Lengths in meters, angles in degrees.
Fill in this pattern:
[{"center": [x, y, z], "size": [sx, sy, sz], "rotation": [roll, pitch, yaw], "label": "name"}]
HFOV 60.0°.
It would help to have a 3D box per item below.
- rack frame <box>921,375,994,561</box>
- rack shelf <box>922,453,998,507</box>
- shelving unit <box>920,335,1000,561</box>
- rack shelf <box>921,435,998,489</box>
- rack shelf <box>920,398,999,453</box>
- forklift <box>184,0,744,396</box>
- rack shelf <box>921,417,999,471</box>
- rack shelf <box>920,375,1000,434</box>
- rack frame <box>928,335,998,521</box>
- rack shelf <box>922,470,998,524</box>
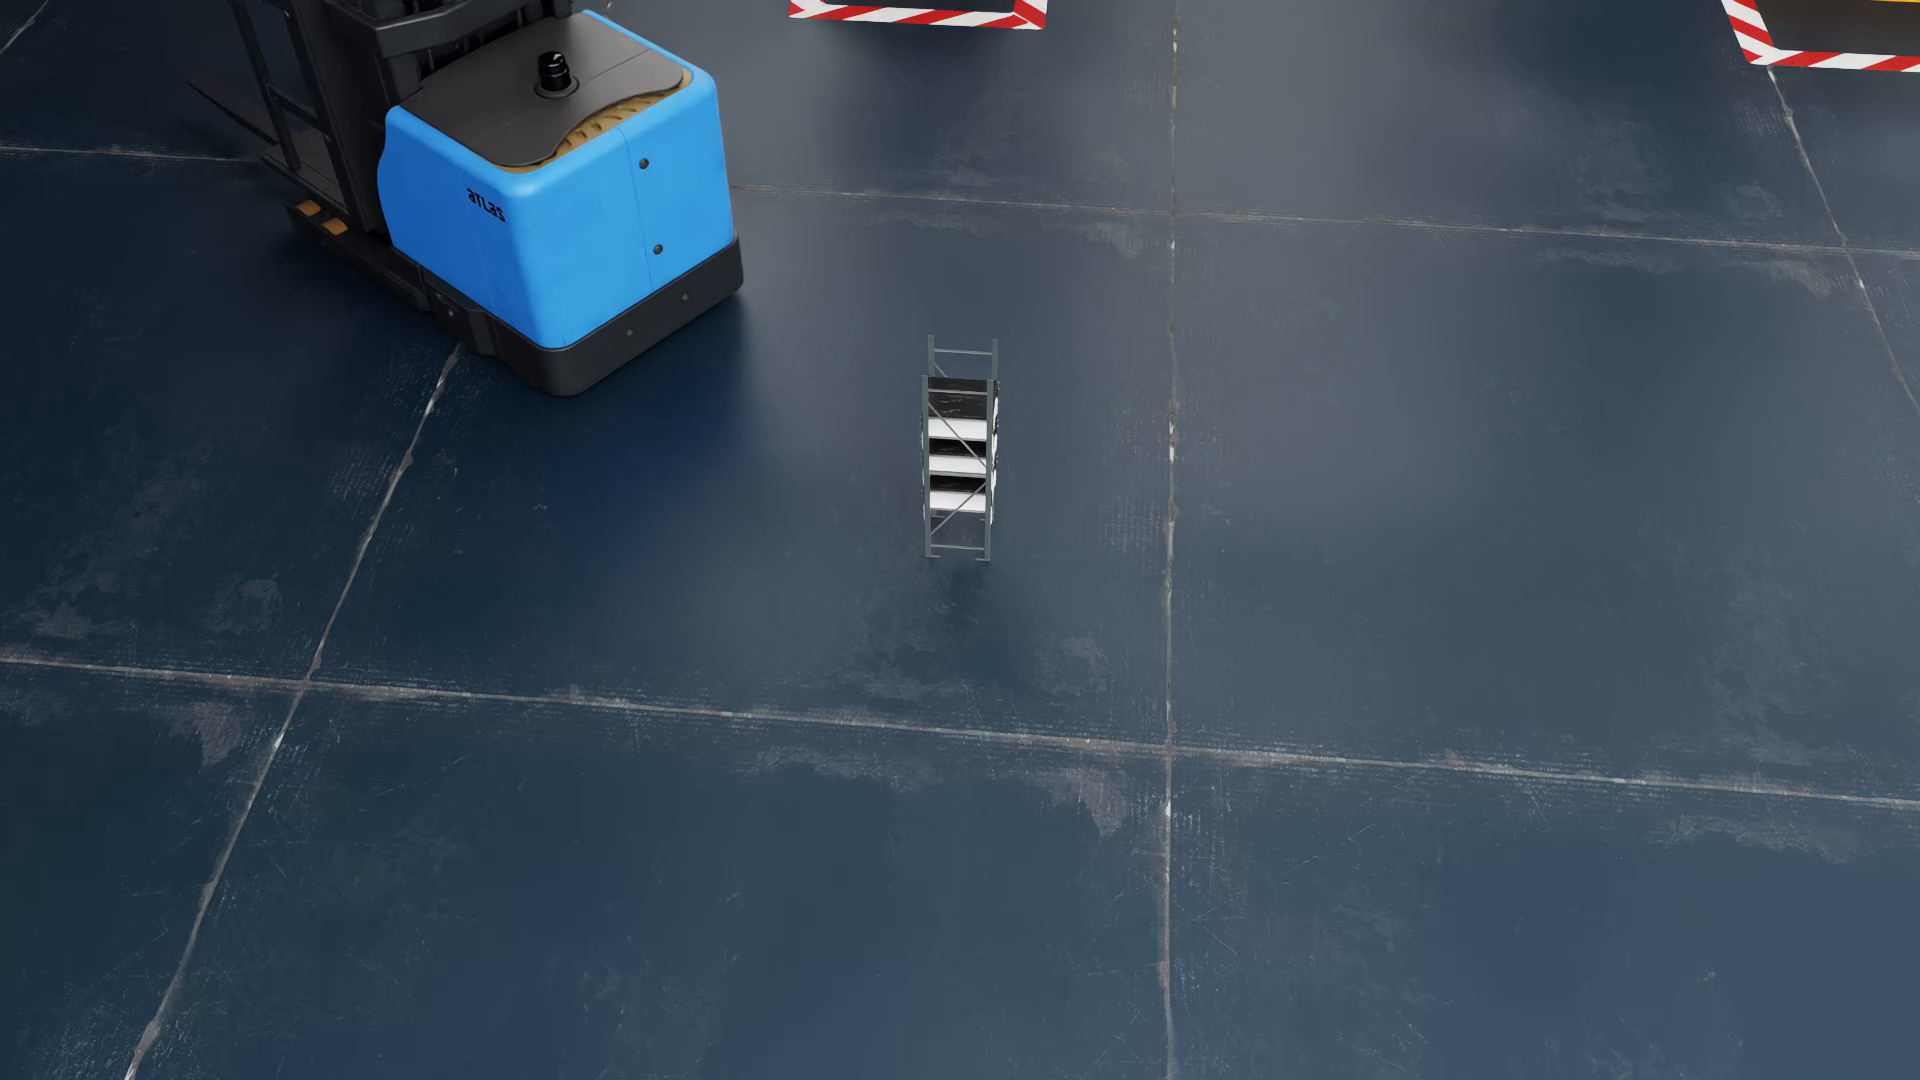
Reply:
[{"center": [-0.009, -0.235, 5.855], "size": [0.240, 0.900, 0.006], "rotation": [4, 48, 4], "label": "rack frame"}, {"center": [0.001, -0.226, 6.014], "size": [0.258, 0.077, 0.200], "rotation": [4, 48, 4], "label": "rack shelf"}, {"center": [0.001, -0.310, 5.923], "size": [0.258, 0.900, 0.210], "rotation": [4, 48, 4], "label": "shelving unit"}, {"center": [0.001, -0.287, 5.948], "size": [0.258, 0.077, 0.200], "rotation": [4, 48, 4], "label": "rack shelf"}, {"center": [0.001, -0.409, 5.815], "size": [0.258, 0.077, 0.200], "rotation": [4, 48, 4], "label": "rack shelf"}, {"center": [-2.372, -2.515, 6.564], "size": [3.031, 2.935, 1.130], "rotation": [33, 56, 27], "label": "forklift"}, {"center": [0.001, -0.348, 5.882], "size": [0.258, 0.077, 0.200], "rotation": [4, 48, 4], "label": "rack shelf"}, {"center": [0.001, -0.469, 5.749], "size": [0.258, 0.077, 0.200], "rotation": [4, 48, 4], "label": "rack shelf"}, {"center": [0.010, -0.384, 5.992], "size": [0.240, 0.900, 0.006], "rotation": [4, 48, 4], "label": "rack frame"}, {"center": [0.001, -0.166, 6.081], "size": [0.258, 0.077, 0.200], "rotation": [4, 48, 4], "label": "rack shelf"}]
